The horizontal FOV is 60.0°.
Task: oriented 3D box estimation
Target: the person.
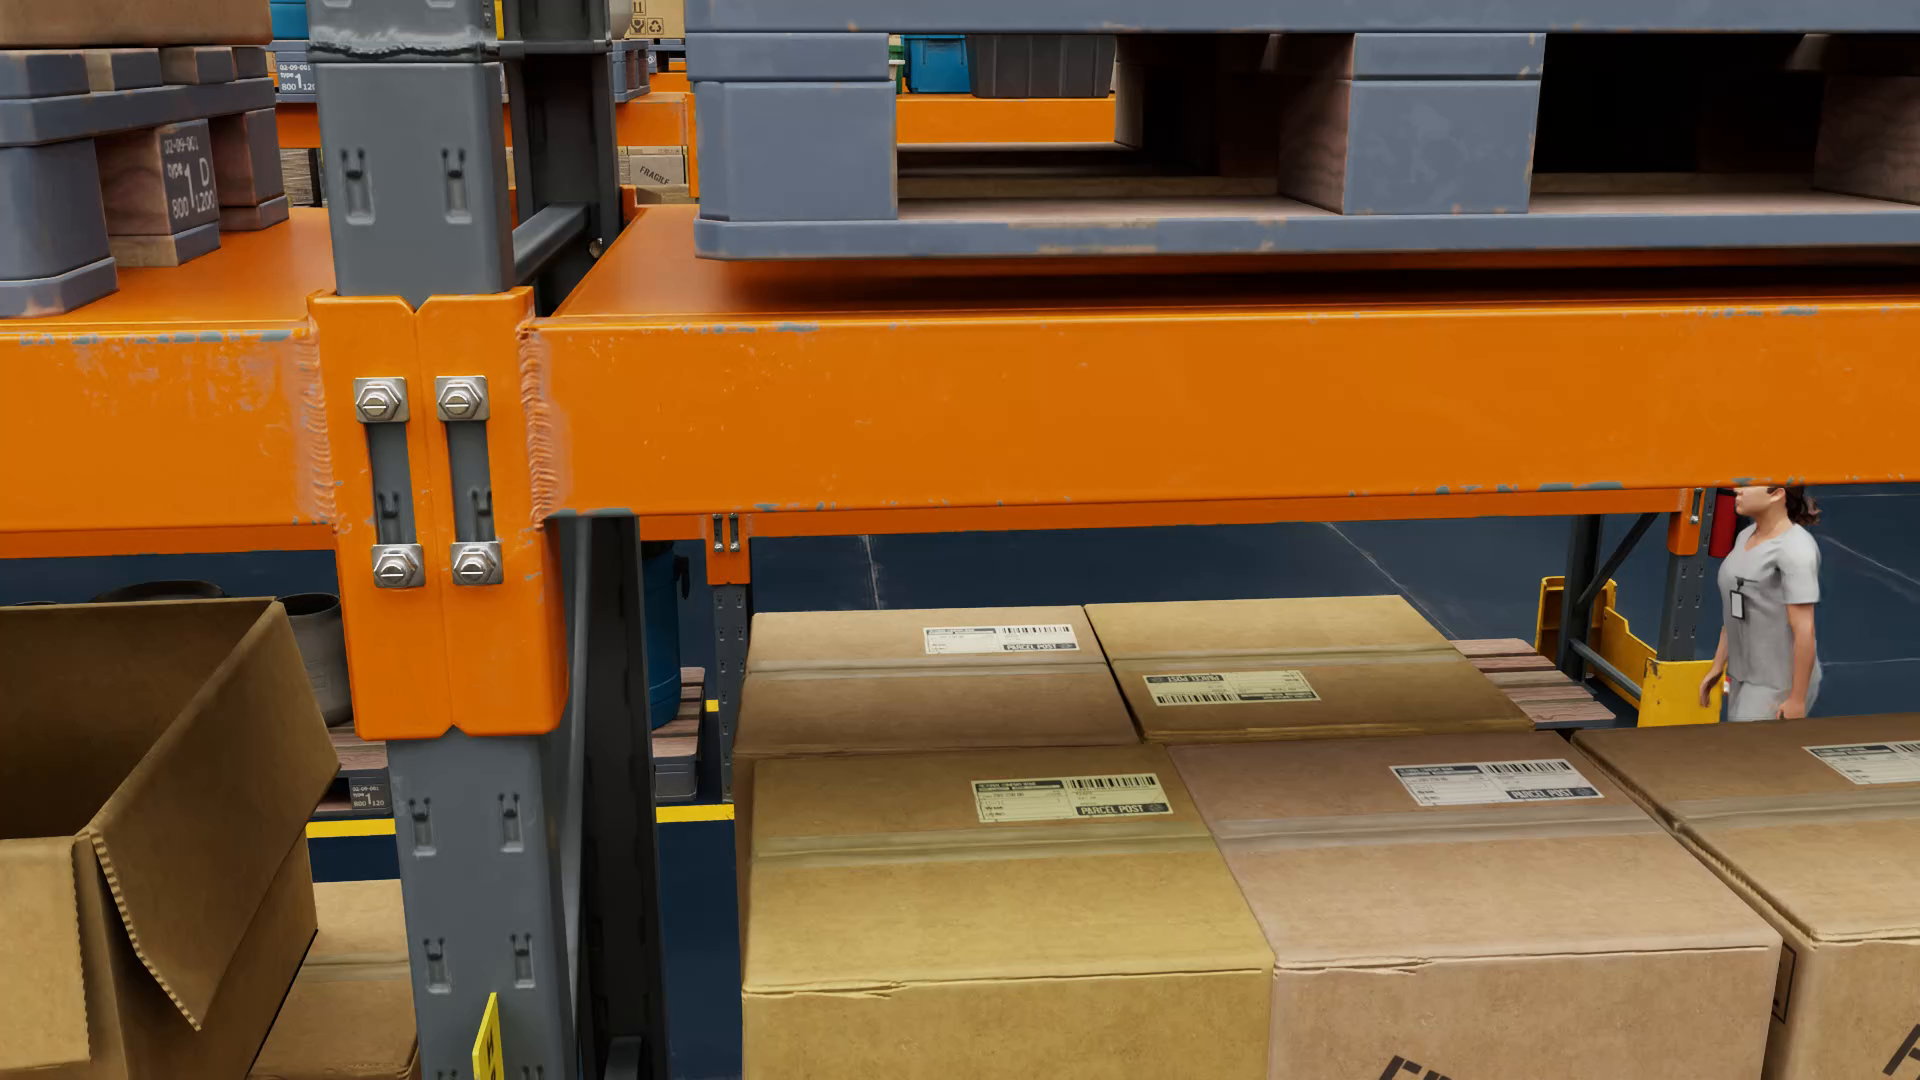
[{"bbox_3d":[2.832,0.522,5.764,0.460,1.647,0.616,1,17,2],"label":"person"}]
